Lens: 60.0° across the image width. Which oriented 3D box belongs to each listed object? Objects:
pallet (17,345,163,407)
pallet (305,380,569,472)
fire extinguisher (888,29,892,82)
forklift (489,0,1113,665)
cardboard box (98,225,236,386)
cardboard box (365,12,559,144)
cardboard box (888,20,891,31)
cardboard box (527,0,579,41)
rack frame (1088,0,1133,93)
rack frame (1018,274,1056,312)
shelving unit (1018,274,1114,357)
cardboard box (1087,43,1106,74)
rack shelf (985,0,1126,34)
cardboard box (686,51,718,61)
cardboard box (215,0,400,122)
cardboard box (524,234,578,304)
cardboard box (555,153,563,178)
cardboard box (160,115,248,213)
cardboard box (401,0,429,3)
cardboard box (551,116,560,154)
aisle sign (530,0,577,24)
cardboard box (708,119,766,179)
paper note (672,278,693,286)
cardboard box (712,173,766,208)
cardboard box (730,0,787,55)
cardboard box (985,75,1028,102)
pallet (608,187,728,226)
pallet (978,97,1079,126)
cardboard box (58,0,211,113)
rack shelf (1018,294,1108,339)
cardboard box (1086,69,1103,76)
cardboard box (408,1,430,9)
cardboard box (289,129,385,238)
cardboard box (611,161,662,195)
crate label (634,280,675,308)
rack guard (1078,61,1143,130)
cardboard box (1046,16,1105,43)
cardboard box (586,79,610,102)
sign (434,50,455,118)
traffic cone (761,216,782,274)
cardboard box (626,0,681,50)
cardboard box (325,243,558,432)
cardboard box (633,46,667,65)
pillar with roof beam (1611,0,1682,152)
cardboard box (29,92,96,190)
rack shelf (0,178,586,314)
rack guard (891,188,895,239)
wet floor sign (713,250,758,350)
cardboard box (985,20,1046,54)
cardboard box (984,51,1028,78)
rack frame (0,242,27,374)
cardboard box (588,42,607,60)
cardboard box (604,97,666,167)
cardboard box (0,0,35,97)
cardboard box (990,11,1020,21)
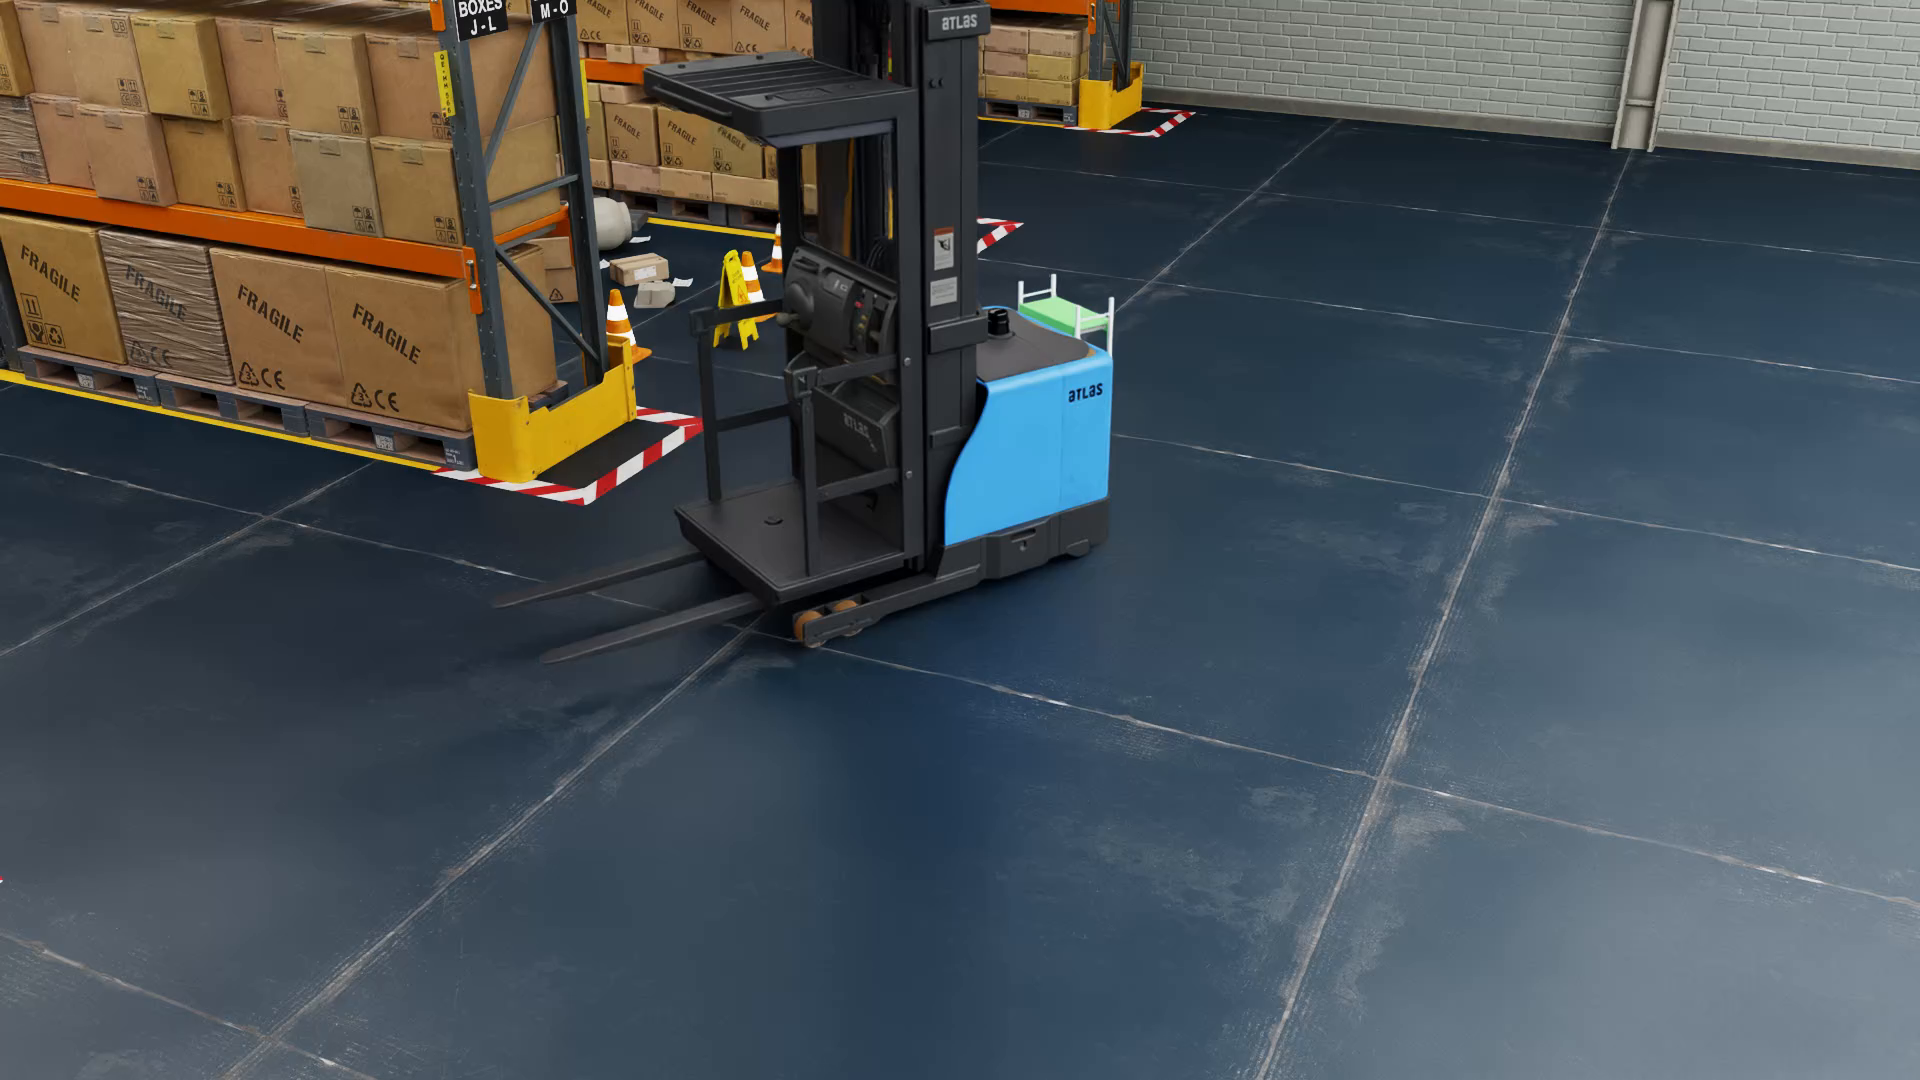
[{"bbox_3d":[-5.381,-1.236,11.021,1.213,0.211,1.003,11,28,22],"label":"pallet"},{"bbox_3d":[-3.160,-0.790,10.115,1.213,0.211,1.003,11,28,22],"label":"pallet"},{"bbox_3d":[-0.529,-3.694,12.944,0.183,0.674,0.296,11,28,22],"label":"fire extinguisher"},{"bbox_3d":[-0.733,-1.080,7.625,3.031,2.935,1.130,-17,31,-30],"label":"forklift"},{"bbox_3d":[-4.675,-1.586,10.505,0.875,0.875,0.875,12,28,22],"label":"cardboard box"},{"bbox_3d":[-2.722,-2.561,9.164,0.550,0.550,0.875,11,28,22],"label":"cardboard box"},{"bbox_3d":[-0.759,-4.311,13.661,0.500,0.500,0.500,11,28,21],"label":"cardboard box"},{"bbox_3d":[-3.332,-4.569,14.185,0.500,0.500,0.500,11,28,22],"label":"cardboard box"},{"bbox_3d":[1.609,-5.931,17.401,0.127,3.000,1.000,11,28,22],"label":"rack frame"},{"bbox_3d":[0.413,-0.860,9.138,0.240,1.200,0.015,-17,31,-31],"label":"rack frame"},{"bbox_3d":[0.552,-0.771,8.958,0.258,1.200,0.503,-17,31,-31],"label":"shelving unit"},{"bbox_3d":[1.267,-5.280,18.149,0.500,0.250,0.500,12,29,23],"label":"cardboard box"},{"bbox_3d":[-0.212,-5.974,18.303,4.000,0.370,1.077,11,28,22],"label":"rack shelf"},{"bbox_3d":[-2.065,-4.010,13.783,0.250,0.149,0.380,11,28,21],"label":"cardboard box"},{"bbox_3d":[-3.714,-2.782,9.611,0.550,0.550,0.875,11,28,22],"label":"cardboard box"},{"bbox_3d":[-3.090,-2.118,12.482,0.637,0.503,0.797,-7,27,-14],"label":"cardboard box"},{"bbox_3d":[-3.659,-3.404,14.906,0.500,0.250,0.500,10,28,19],"label":"cardboard box"},{"bbox_3d":[-4.223,-2.368,9.993,0.500,0.550,0.875,11,28,22],"label":"cardboard box"},{"bbox_3d":[-4.599,-5.025,14.635,0.500,0.500,0.500,11,28,21],"label":"cardboard box"},{"bbox_3d":[-3.659,-3.741,14.741,0.500,0.500,0.500,13,29,24],"label":"cardboard box"},{"bbox_3d":[-2.211,-3.200,8.910,0.004,0.787,0.394,11,28,22],"label":"aisle sign"},{"bbox_3d":[-1.756,-3.362,13.970,0.500,0.500,0.500,12,29,24],"label":"cardboard box"},{"bbox_3d":[-2.127,-1.975,12.727,0.142,0.019,0.148,2,26,4],"label":"paper note"},{"bbox_3d":[-1.758,-3.027,14.140,0.500,0.250,0.500,11,28,22],"label":"cardboard box"},{"bbox_3d":[-1.505,-4.195,13.424,0.500,0.500,0.500,11,28,22],"label":"cardboard box"},{"bbox_3d":[0.601,-4.940,18.025,0.500,0.250,0.500,11,28,22],"label":"cardboard box"},{"bbox_3d":[-2.343,-3.084,14.775,1.213,0.211,1.003,11,28,22],"label":"pallet"},{"bbox_3d":[0.895,-4.803,18.267,1.213,0.211,1.003,11,28,22],"label":"pallet"},{"bbox_3d":[-4.736,-2.920,9.892,0.550,0.550,0.875,11,28,22],"label":"cardboard box"},{"bbox_3d":[0.552,-1.145,8.775,0.258,0.148,0.480,-17,31,-31],"label":"rack shelf"},{"bbox_3d":[1.242,-5.054,18.258,0.500,0.250,0.500,11,28,22],"label":"cardboard box"},{"bbox_3d":[-4.667,-4.725,14.760,0.250,0.149,0.380,12,29,23],"label":"cardboard box"},{"bbox_3d":[-3.266,-2.135,9.520,0.550,0.550,0.875,11,28,22],"label":"cardboard box"},{"bbox_3d":[-2.684,-3.215,14.522,0.500,0.250,0.500,11,28,21],"label":"cardboard box"},{"bbox_3d":[-2.259,-1.821,12.293,0.298,0.136,0.250,-2,26,-5],"label":"crate label"},{"bbox_3d":[1.630,-4.805,17.944,0.348,0.500,1.175,11,28,22],"label":"rack guard"},{"bbox_3d":[1.249,-5.499,18.028,0.500,0.250,0.500,11,28,21],"label":"cardboard box"},{"bbox_3d":[-3.101,-3.892,14.313,0.250,0.149,0.380,13,29,24],"label":"cardboard box"},{"bbox_3d":[-2.637,-2.336,8.520,0.005,0.325,0.100,11,28,22],"label":"sign"},{"bbox_3d":[-1.368,-2.356,13.012,0.334,0.463,0.336,11,28,22],"label":"traffic cone"},{"bbox_3d":[-2.412,-4.388,13.817,0.500,0.500,0.500,12,29,22],"label":"cardboard box"},{"bbox_3d":[-3.044,-1.258,9.840,0.875,0.875,0.875,12,28,22],"label":"cardboard box"},{"bbox_3d":[-2.528,-4.094,13.954,0.250,0.149,0.380,11,28,22],"label":"cardboard box"},{"bbox_3d":[5.028,-6.284,11.327,0.400,9.000,9.100,11,28,22],"label":"pillar with roof beam"},{"bbox_3d":[-5.190,-2.570,10.405,0.550,0.550,0.875,11,28,22],"label":"cardboard box"},{"bbox_3d":[-4.220,-1.969,10.167,4.000,0.370,1.077,11,28,22],"label":"rack shelf"},{"bbox_3d":[-0.512,-2.827,13.926,0.348,0.500,1.175,11,28,22],"label":"rack guard"},{"bbox_3d":[-1.554,-1.660,11.392,0.232,0.644,0.267,6,27,13],"label":"wet floor sign"},{"bbox_3d":[0.593,-5.384,17.796,0.500,0.250,0.500,12,29,23],"label":"cardboard box"},{"bbox_3d":[0.584,-5.170,17.926,0.500,0.250,0.500,11,28,21],"label":"cardboard box"},{"bbox_3d":[-6.041,-2.657,10.751,0.127,3.000,1.000,11,28,22],"label":"rack frame"},{"bbox_3d":[-2.958,-4.210,14.189,0.250,0.149,0.380,11,28,22],"label":"cardboard box"},{"bbox_3d":[-2.695,-3.552,14.358,0.500,0.500,0.500,13,29,24],"label":"cardboard box"},{"bbox_3d":[-5.719,-3.128,10.314,0.550,0.550,0.875,11,28,22],"label":"cardboard box"},{"bbox_3d":[0.342,-5.684,18.405,0.500,0.250,0.500,11,28,21],"label":"cardboard box"}]
